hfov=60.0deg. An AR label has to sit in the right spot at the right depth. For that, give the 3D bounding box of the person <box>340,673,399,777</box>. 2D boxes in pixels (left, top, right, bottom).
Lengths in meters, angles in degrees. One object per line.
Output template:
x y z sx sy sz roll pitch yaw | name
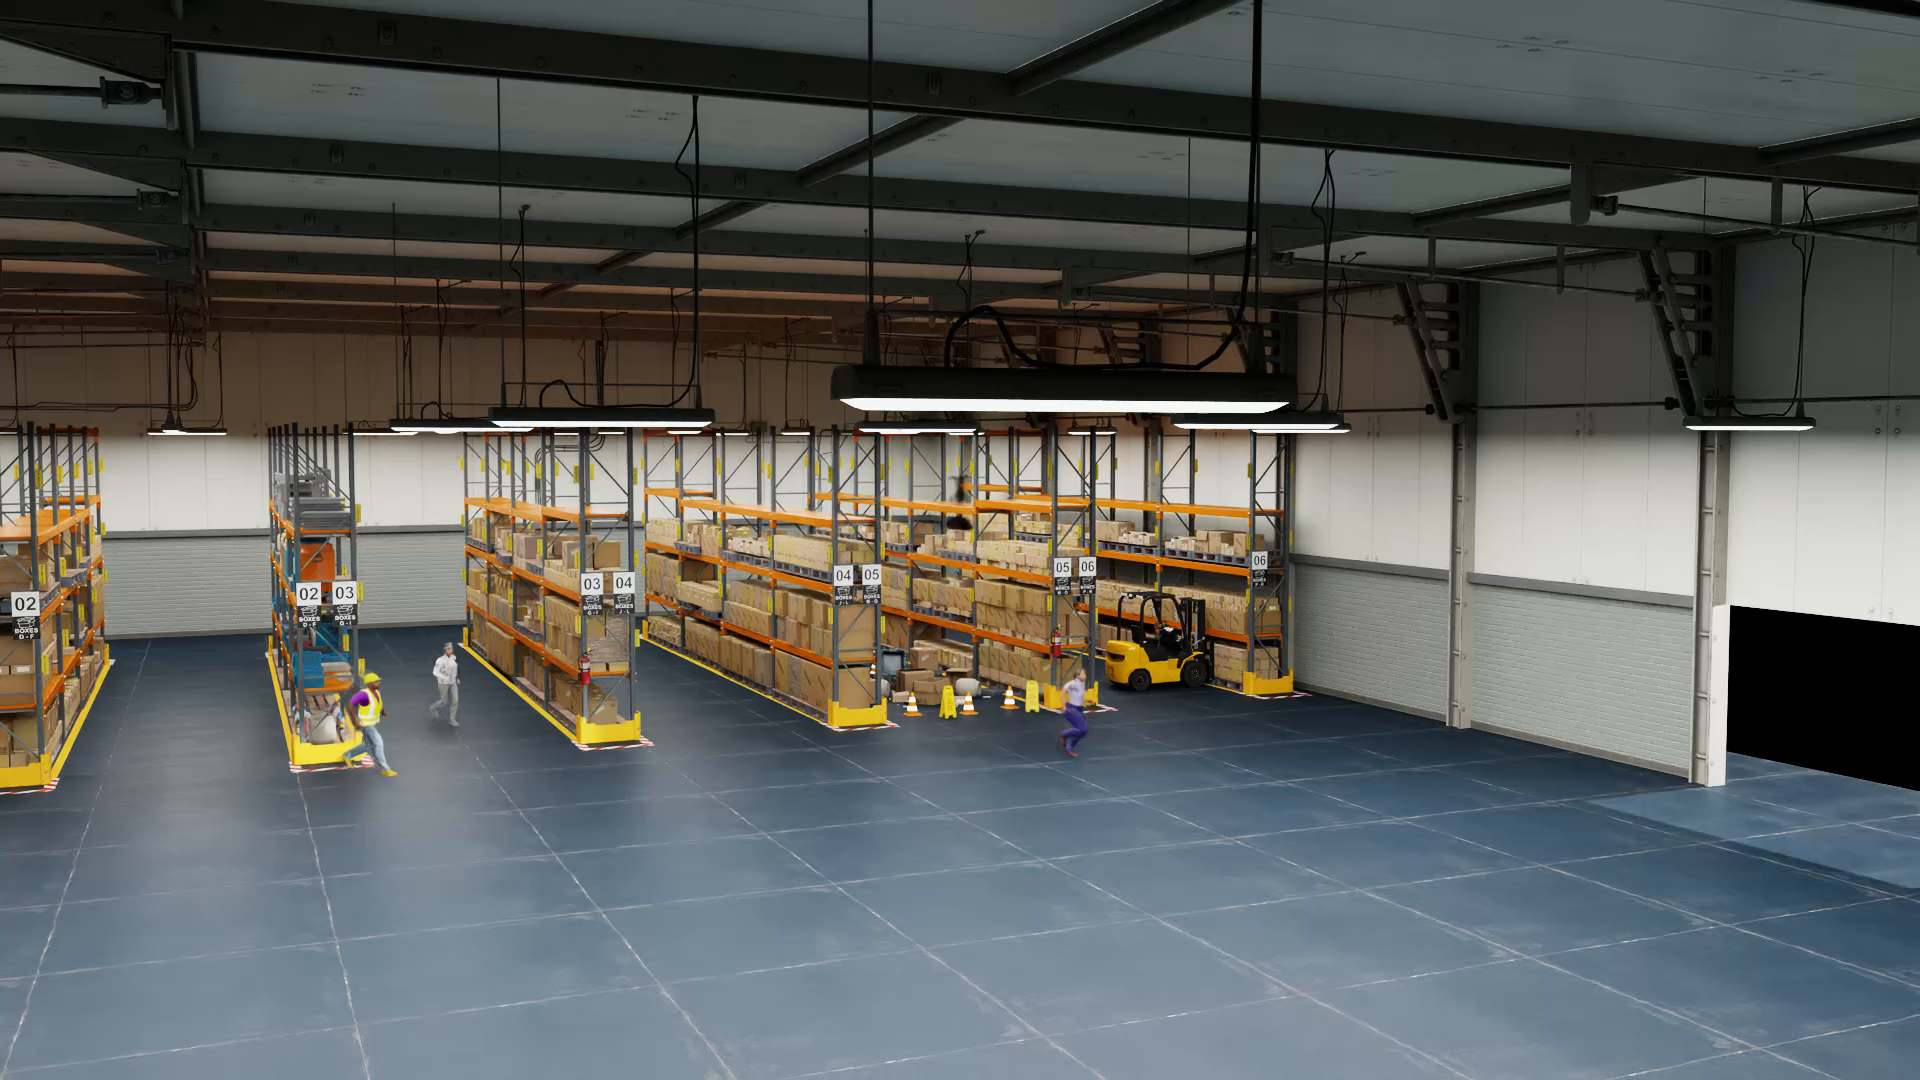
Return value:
-10.026 3.126 28.146 1.012 1.755 0.726 0 4 6 | person

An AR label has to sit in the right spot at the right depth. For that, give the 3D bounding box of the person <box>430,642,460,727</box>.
-10.283 2.865 33.247 0.829 1.679 0.607 3 5 40 | person

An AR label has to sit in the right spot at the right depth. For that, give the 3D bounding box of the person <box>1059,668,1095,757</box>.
2.110 3.109 29.926 0.616 1.600 0.645 1 4 20 | person
